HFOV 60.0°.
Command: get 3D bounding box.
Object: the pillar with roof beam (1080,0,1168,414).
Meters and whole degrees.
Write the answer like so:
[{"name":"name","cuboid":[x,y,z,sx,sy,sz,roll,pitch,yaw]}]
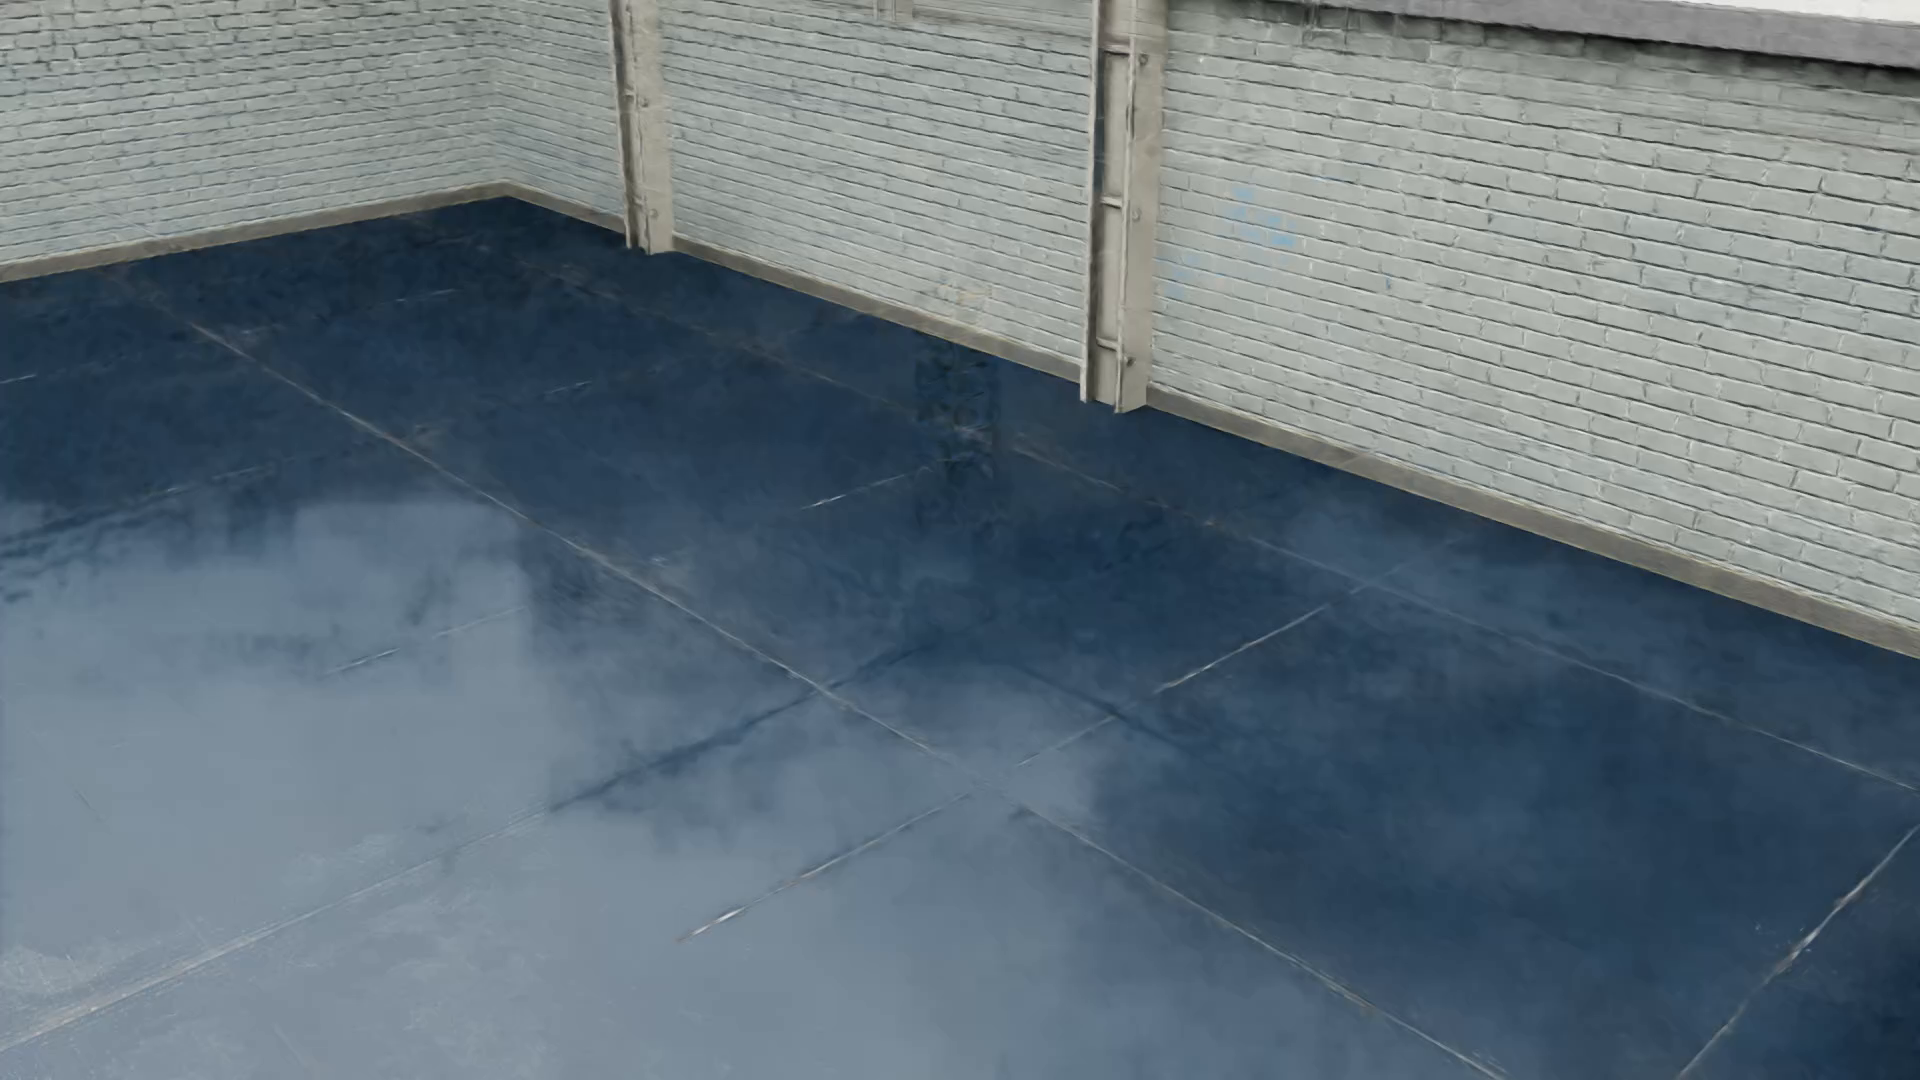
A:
[{"name":"pillar with roof beam","cuboid":[-3.931,-9.082,15.316,9.100,9.000,0.400,-21,32,-38]}]
